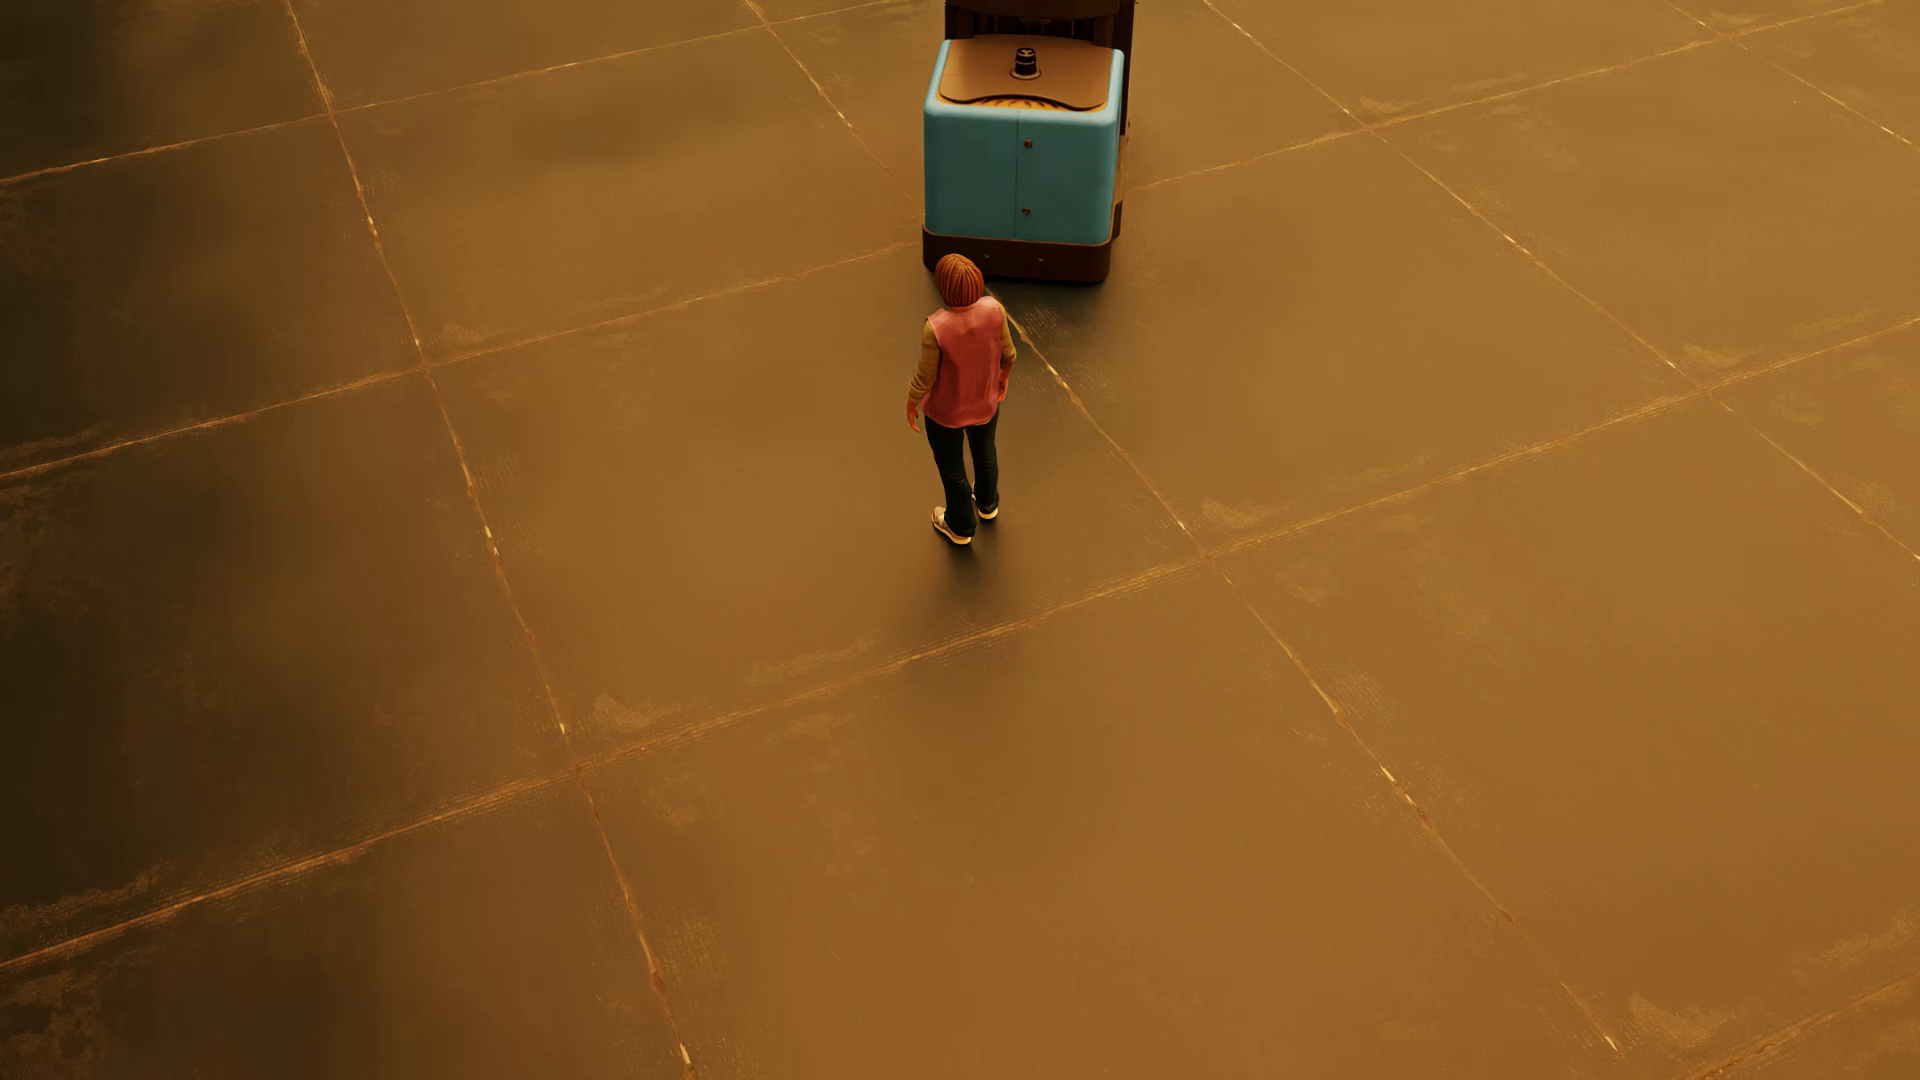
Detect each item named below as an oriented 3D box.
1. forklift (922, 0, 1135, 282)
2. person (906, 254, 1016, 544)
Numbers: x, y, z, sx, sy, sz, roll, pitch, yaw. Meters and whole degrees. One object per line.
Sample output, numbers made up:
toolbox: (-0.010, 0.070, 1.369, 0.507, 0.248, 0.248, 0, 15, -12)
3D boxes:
forklift: (0.487, -3.513, 9.445, 1.130, 2.935, 3.031, 5, 43, 5)
person: (-0.019, -0.634, 7.337, 0.521, 1.584, 0.473, -18, 46, -18)
